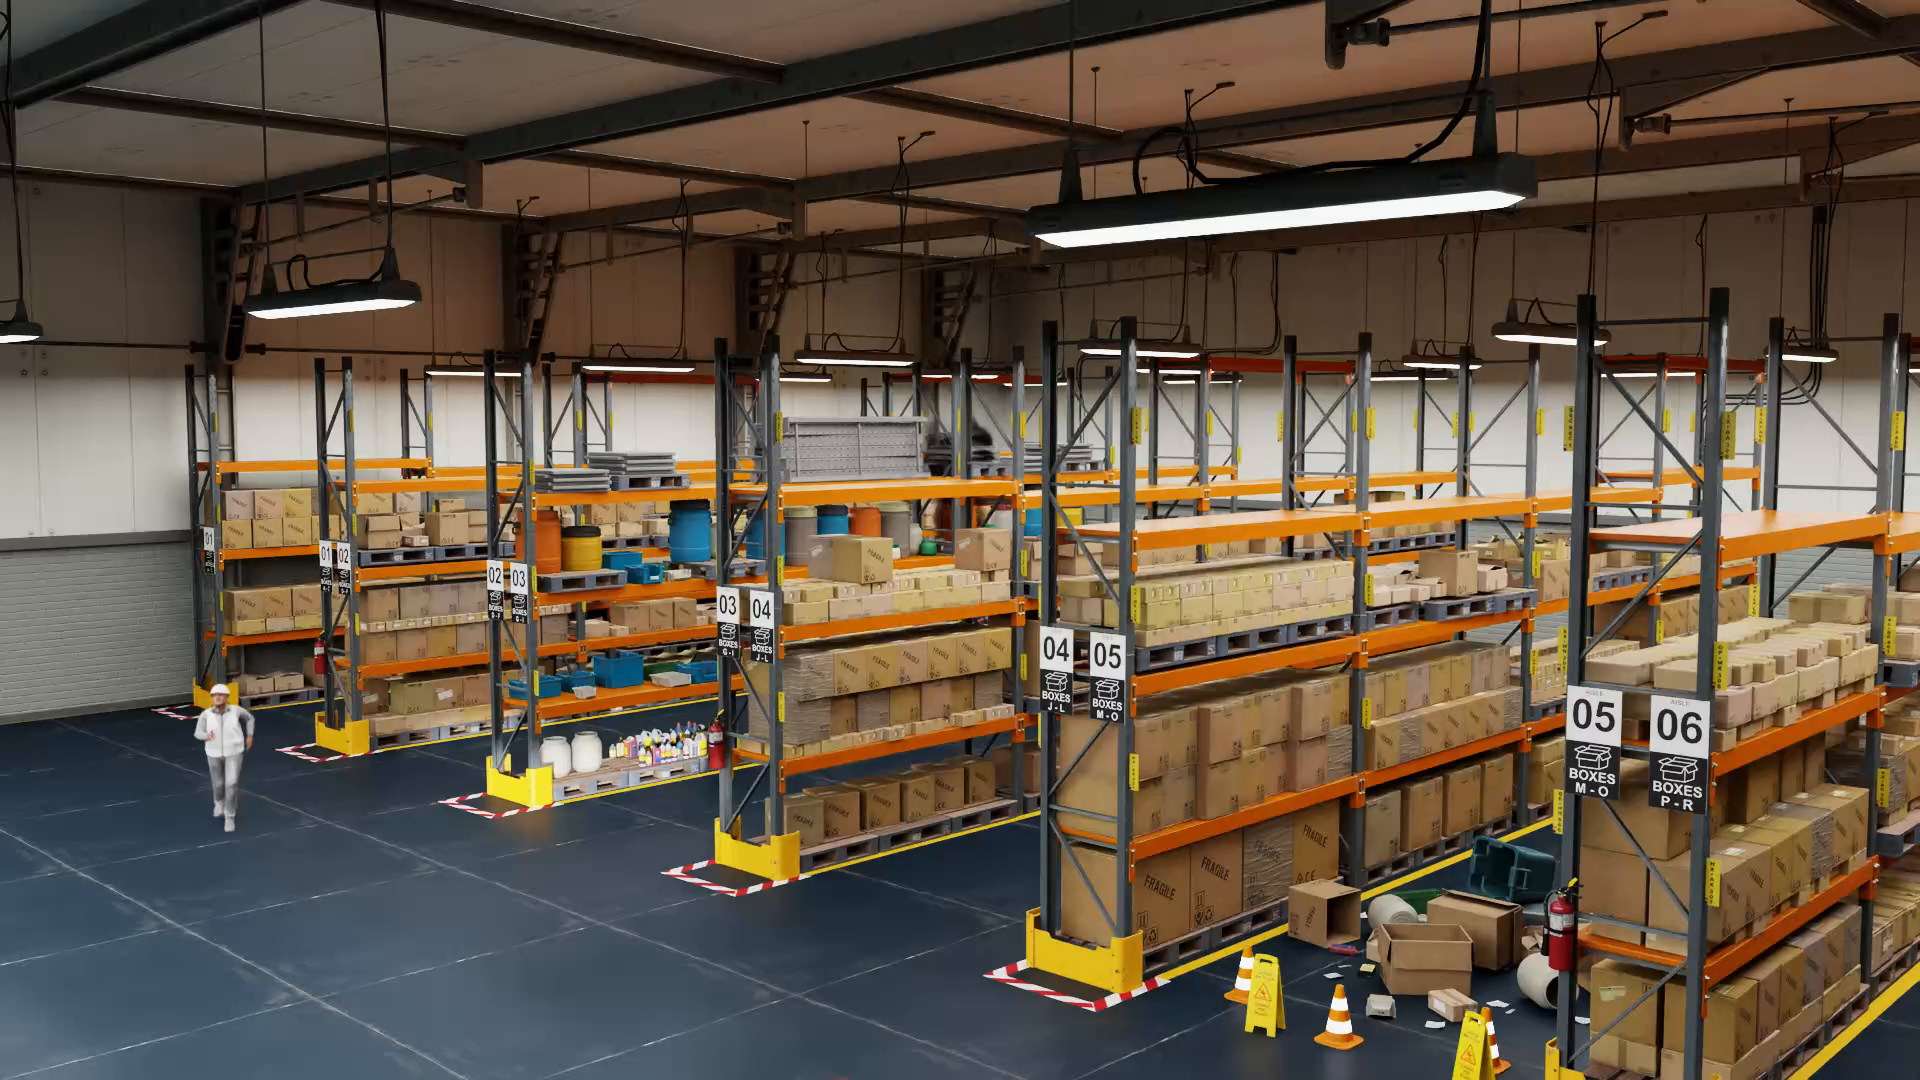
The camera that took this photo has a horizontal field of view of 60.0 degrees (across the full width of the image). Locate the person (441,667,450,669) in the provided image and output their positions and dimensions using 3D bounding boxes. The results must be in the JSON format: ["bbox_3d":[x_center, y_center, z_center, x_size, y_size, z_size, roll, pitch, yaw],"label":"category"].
[{"bbox_3d":[-8.831,2.064,28.863,0.677,1.846,0.865,4,6,39],"label":"person"}]

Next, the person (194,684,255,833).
[{"bbox_3d":[-9.194,2.687,20.816,0.663,1.819,0.912,-1,5,-15],"label":"person"}]
